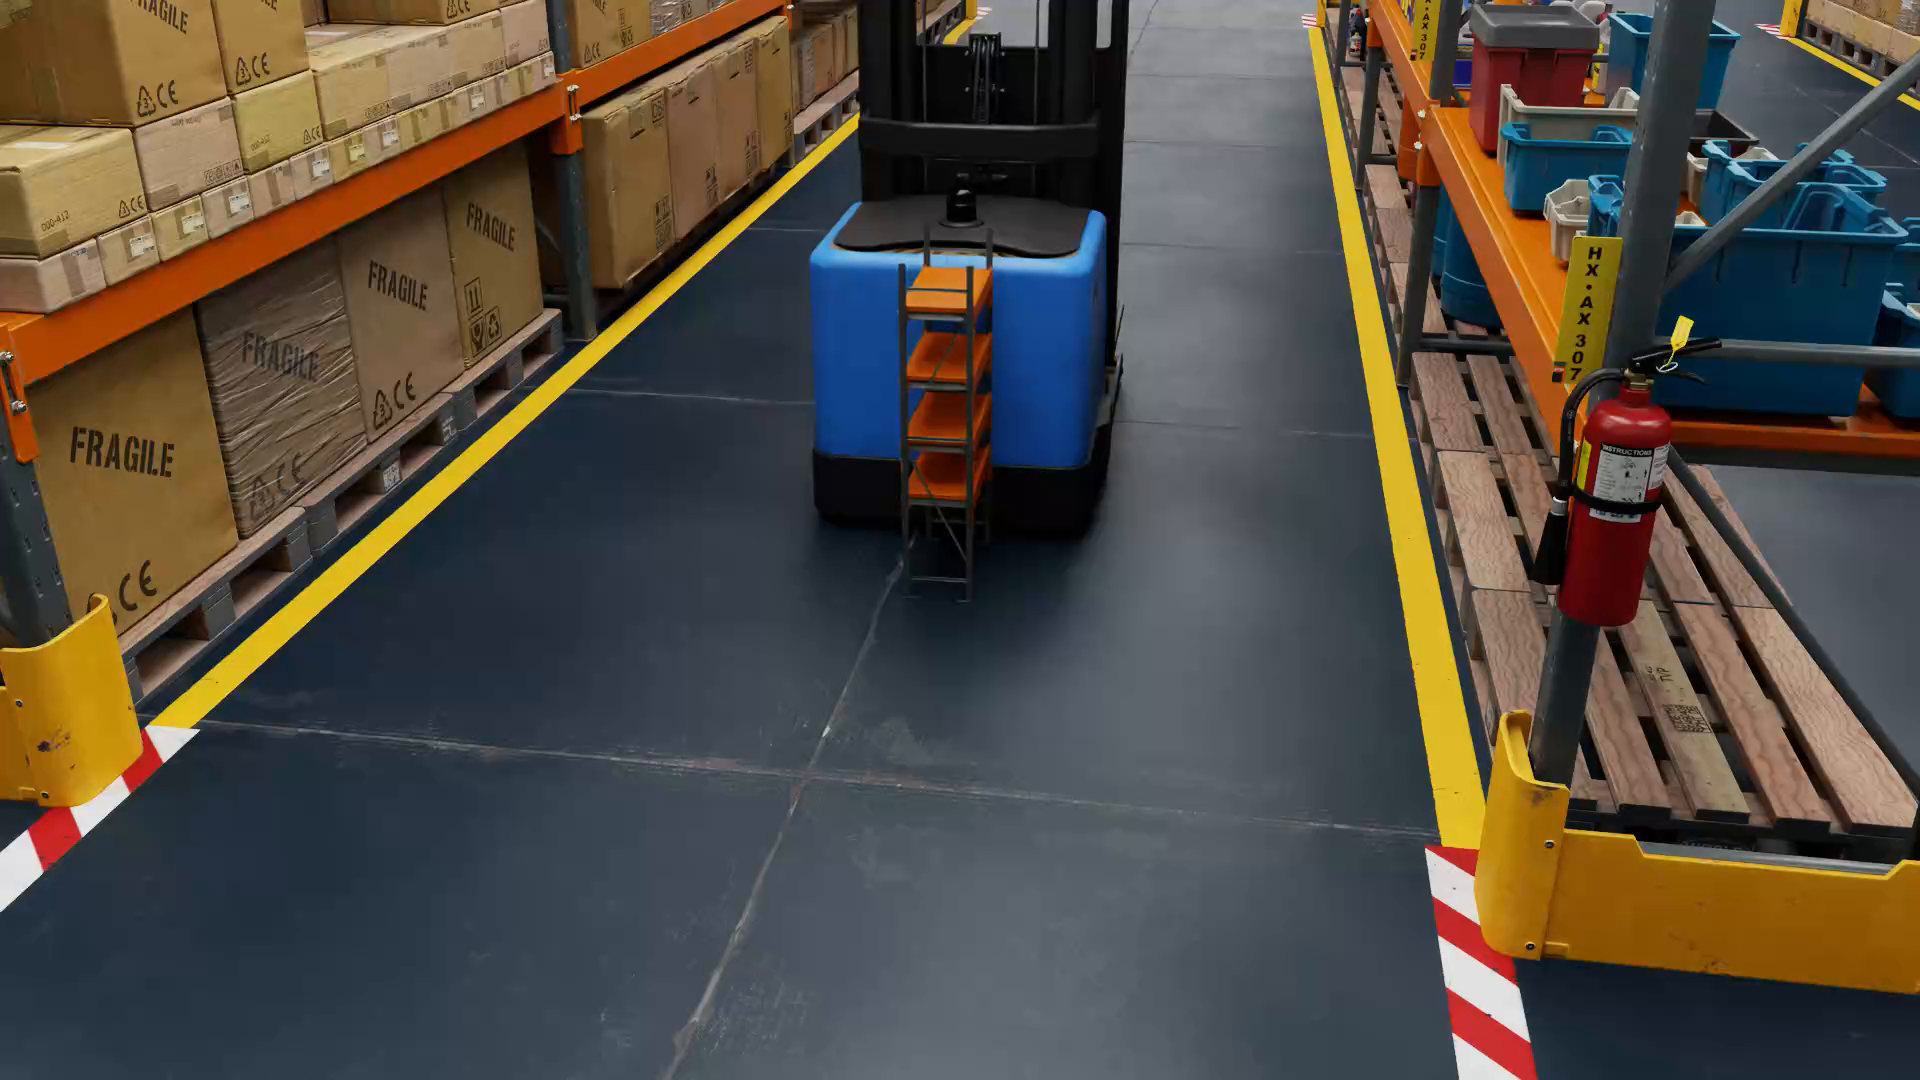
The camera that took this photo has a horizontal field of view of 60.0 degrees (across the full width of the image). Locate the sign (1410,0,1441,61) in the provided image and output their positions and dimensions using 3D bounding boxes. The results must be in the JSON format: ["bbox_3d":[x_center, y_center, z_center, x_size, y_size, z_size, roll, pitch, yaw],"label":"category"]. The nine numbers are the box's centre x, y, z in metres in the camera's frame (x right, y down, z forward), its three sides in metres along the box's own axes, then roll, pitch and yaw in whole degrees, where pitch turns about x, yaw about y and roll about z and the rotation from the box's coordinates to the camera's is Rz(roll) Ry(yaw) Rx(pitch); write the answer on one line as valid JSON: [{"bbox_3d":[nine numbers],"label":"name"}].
[{"bbox_3d":[1.999,-2.221,7.130,0.100,0.325,0.005,4,25,9],"label":"sign"}]

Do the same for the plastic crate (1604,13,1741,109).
[{"bbox_3d":[2.801,-1.858,6.628,0.392,0.384,0.575,4,25,9],"label":"plastic crate"}]

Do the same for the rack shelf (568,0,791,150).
[{"bbox_3d":[-2.018,-2.910,9.778,1.077,0.370,4.000,4,25,9],"label":"rack shelf"}]

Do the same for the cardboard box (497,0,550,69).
[{"bbox_3d":[-2.159,-2.264,7.374,0.500,0.250,0.500,4,25,8],"label":"cardboard box"}]

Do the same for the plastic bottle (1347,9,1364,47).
[{"bbox_3d":[3.701,-4.771,15.511,0.144,0.351,0.185,3,25,6],"label":"plastic bottle"}]

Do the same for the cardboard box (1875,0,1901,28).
[{"bbox_3d":[8.766,-4.969,15.191,0.500,0.500,0.500,4,25,9],"label":"cardboard box"}]

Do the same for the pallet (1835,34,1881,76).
[{"bbox_3d":[9.103,-4.636,15.906,1.003,0.211,1.213,4,25,9],"label":"pallet"}]

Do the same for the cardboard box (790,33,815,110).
[{"bbox_3d":[-1.524,-3.654,12.948,0.700,0.500,0.500,2,25,4],"label":"cardboard box"}]

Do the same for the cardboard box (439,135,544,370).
[{"bbox_3d":[-2.532,-1.357,7.622,0.875,0.875,0.875,4,25,9],"label":"cardboard box"}]

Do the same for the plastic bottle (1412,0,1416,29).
[{"bbox_3d":[2.579,-2.935,9.128,0.152,0.276,0.135,4,25,9],"label":"plastic bottle"}]

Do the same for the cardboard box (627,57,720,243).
[{"bbox_3d":[-2.115,-2.270,9.573,1.225,0.875,0.875,3,25,7],"label":"cardboard box"}]

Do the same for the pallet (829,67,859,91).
[{"bbox_3d":[-1.164,-4.157,14.882,1.003,0.211,1.213,4,25,9],"label":"pallet"}]

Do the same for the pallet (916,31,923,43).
[{"bbox_3d":[-0.963,-4.766,16.183,1.003,0.211,1.213,4,25,9],"label":"pallet"}]

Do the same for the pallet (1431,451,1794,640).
[{"bbox_3d":[2.262,0.028,5.940,1.003,0.211,1.213,4,25,9],"label":"pallet"}]

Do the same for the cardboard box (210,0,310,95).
[{"bbox_3d":[-2.494,-1.741,5.373,0.500,0.500,0.500,3,25,7],"label":"cardboard box"}]

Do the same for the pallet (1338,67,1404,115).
[{"bbox_3d":[3.758,-3.808,14.137,1.003,0.211,1.213,4,25,9],"label":"pallet"}]

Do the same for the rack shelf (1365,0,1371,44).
[{"bbox_3d":[3.522,-4.240,12.619,1.077,0.370,4.000,4,25,9],"label":"rack shelf"}]

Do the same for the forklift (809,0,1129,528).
[{"bbox_3d":[0.166,-1.966,6.992,1.130,2.935,3.031,4,25,7],"label":"forklift"}]

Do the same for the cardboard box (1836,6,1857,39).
[{"bbox_3d":[8.921,-5.048,16.244,0.500,0.250,0.500,4,25,9],"label":"cardboard box"}]

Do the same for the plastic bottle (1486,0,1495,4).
[{"bbox_3d":[2.511,-2.431,7.964,0.144,0.351,0.185,4,25,9],"label":"plastic bottle"}]

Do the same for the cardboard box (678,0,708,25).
[{"bbox_3d":[-1.781,-3.256,9.550,0.500,0.500,0.500,5,25,10],"label":"cardboard box"}]

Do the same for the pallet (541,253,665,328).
[{"bbox_3d":[-2.294,-1.465,9.130,1.003,0.211,1.213,4,25,9],"label":"pallet"}]

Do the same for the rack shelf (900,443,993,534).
[{"bbox_3d":[-0.042,-0.194,5.875,0.258,0.148,0.480,4,25,7],"label":"rack shelf"}]

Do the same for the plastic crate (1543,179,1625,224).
[{"bbox_3d":[1.955,-1.008,5.106,0.298,0.136,0.250,4,25,9],"label":"plastic crate"}]

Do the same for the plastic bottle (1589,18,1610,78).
[{"bbox_3d":[3.052,-2.321,7.816,0.152,0.276,0.135,4,25,9],"label":"plastic bottle"}]

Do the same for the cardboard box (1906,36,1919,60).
[{"bbox_3d":[8.595,-4.212,14.457,0.500,0.250,0.500,4,25,9],"label":"cardboard box"}]

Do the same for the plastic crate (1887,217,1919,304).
[{"bbox_3d":[2.360,-0.691,4.314,0.416,0.233,0.300,4,25,9],"label":"plastic crate"}]

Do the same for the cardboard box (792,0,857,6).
[{"bbox_3d":[-1.159,-4.557,14.878,0.700,0.500,0.500,2,25,4],"label":"cardboard box"}]

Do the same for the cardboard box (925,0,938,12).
[{"bbox_3d":[-0.567,-5.964,17.907,0.500,0.500,0.500,11,27,22],"label":"cardboard box"}]

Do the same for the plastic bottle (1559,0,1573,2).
[{"bbox_3d":[3.244,-2.834,8.823,0.144,0.351,0.185,4,25,9],"label":"plastic bottle"}]

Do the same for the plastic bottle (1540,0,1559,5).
[{"bbox_3d":[3.117,-2.788,8.819,0.097,0.271,0.097,0,25,0],"label":"plastic bottle"}]

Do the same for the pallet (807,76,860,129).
[{"bbox_3d":[-1.361,-3.645,13.788,1.003,0.211,1.213,4,25,9],"label":"pallet"}]

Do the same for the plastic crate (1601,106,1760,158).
[{"bbox_3d":[2.623,-1.472,6.111,0.437,0.125,0.590,4,25,9],"label":"plastic crate"}]

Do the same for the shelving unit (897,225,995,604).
[{"bbox_3d":[-0.042,-0.434,5.763,0.258,1.200,0.503,4,25,7],"label":"shelving unit"}]

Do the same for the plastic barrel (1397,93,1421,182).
[{"bbox_3d":[3.132,-2.731,10.611,0.600,0.830,0.708,4,25,9],"label":"plastic barrel"}]

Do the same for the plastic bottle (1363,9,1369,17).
[{"bbox_3d":[3.889,-4.937,15.943,0.061,0.283,0.133,4,25,9],"label":"plastic bottle"}]

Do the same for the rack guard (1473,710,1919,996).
[{"bbox_3d":[1.896,0.760,4.038,1.175,0.500,0.348,4,25,9],"label":"rack guard"}]

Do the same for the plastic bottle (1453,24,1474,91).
[{"bbox_3d":[2.287,-2.188,7.531,0.152,0.276,0.135,4,25,9],"label":"plastic bottle"}]

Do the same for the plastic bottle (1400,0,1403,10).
[{"bbox_3d":[2.730,-3.321,9.953,0.152,0.276,0.135,4,25,9],"label":"plastic bottle"}]

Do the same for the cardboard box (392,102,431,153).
[{"bbox_3d":[-2.282,-1.598,6.422,0.380,0.149,0.250,4,25,8],"label":"cardboard box"}]

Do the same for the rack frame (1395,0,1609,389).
[{"bbox_3d":[2.541,-2.056,7.105,1.000,3.000,0.127,4,25,9],"label":"rack frame"}]

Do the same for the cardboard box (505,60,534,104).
[{"bbox_3d":[-2.114,-2.028,7.340,0.380,0.149,0.250,5,25,10],"label":"cardboard box"}]

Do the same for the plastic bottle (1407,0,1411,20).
[{"bbox_3d":[2.624,-3.120,9.529,0.097,0.271,0.097,0,25,0],"label":"plastic bottle"}]

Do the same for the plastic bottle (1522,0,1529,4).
[{"bbox_3d":[3.513,-3.394,10.196,0.097,0.201,0.097,0,25,0],"label":"plastic bottle"}]

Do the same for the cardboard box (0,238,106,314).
[{"bbox_3d":[-2.615,-0.739,4.586,0.380,0.149,0.250,4,25,9],"label":"cardboard box"}]

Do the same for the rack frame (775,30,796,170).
[{"bbox_3d":[-1.692,-4.073,11.412,1.000,3.000,0.127,4,25,9],"label":"rack frame"}]

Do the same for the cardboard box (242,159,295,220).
[{"bbox_3d":[-2.449,-1.168,5.504,0.380,0.149,0.250,4,25,7],"label":"cardboard box"}]

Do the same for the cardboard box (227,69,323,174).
[{"bbox_3d":[-2.490,-1.403,5.536,0.500,0.250,0.500,3,25,7],"label":"cardboard box"}]

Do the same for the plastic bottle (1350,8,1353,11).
[{"bbox_3d":[3.793,-5.032,16.162,0.097,0.271,0.097,0,25,0],"label":"plastic bottle"}]

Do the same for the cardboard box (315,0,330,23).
[{"bbox_3d":[-2.764,-2.418,6.819,0.500,0.500,0.500,4,25,9],"label":"cardboard box"}]
